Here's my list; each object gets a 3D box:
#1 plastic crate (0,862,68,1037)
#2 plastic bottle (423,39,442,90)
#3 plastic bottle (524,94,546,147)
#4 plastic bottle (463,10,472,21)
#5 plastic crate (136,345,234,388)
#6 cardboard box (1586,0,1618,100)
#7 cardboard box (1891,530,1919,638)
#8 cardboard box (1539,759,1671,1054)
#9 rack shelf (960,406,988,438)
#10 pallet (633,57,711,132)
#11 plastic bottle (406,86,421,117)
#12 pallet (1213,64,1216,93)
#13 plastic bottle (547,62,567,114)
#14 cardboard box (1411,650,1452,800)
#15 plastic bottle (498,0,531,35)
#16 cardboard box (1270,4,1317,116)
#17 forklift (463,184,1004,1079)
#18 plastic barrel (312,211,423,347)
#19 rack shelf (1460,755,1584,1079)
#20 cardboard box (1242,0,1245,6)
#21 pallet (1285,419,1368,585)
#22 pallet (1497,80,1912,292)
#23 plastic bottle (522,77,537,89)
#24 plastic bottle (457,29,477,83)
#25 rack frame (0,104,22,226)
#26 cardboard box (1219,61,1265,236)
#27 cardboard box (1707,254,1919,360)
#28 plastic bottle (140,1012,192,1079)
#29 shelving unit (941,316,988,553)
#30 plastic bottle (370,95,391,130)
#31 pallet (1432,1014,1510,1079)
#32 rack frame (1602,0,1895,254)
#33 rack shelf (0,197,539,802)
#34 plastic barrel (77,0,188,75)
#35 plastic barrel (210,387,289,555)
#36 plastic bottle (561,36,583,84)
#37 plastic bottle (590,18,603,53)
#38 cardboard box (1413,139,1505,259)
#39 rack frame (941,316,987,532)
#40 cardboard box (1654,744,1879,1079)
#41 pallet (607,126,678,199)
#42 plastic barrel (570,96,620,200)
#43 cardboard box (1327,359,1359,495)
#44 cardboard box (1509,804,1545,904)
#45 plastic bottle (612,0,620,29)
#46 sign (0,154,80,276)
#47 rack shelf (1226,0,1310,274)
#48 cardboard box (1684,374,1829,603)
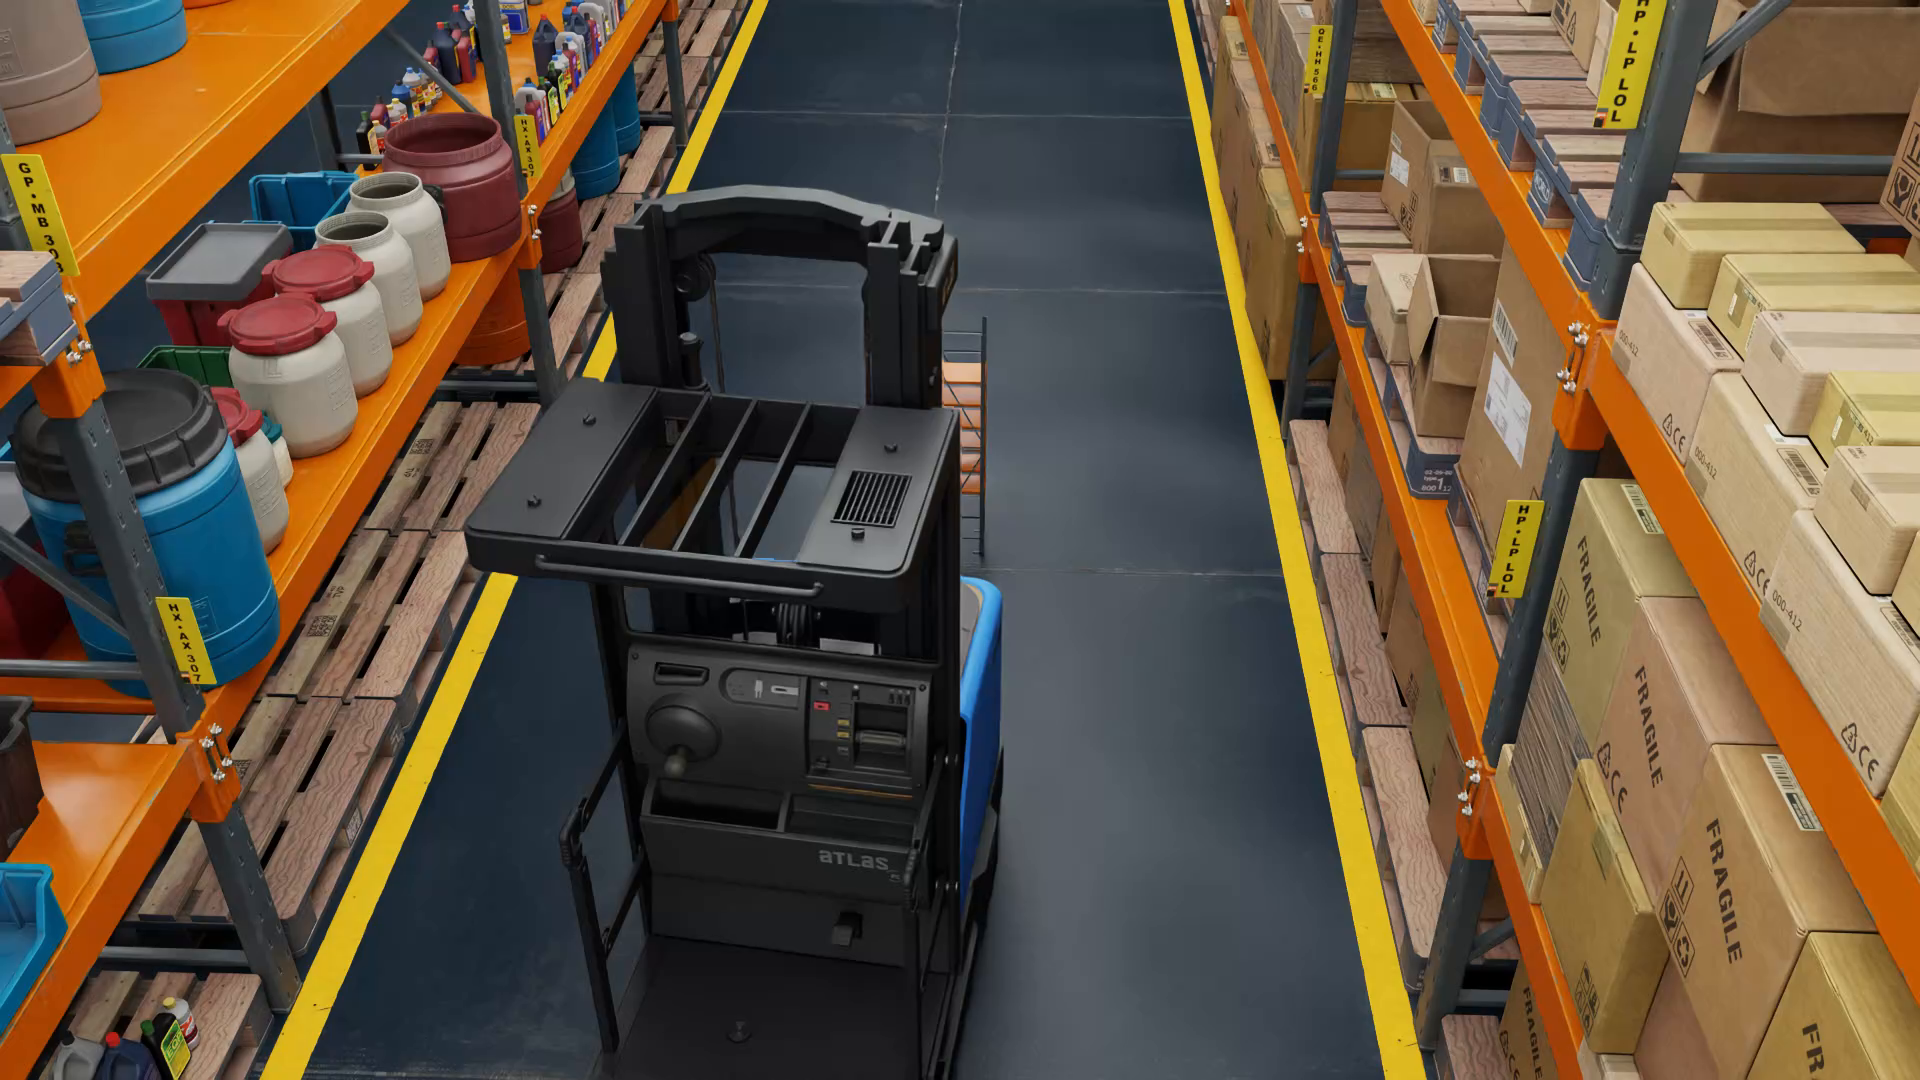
[{"bbox_3d":[-2.634,1.100,4.205,0.499,0.251,0.616,1,35,2],"label":"plastic crate"},{"bbox_3d":[-3.065,-2.752,9.658,0.061,0.283,0.133,1,35,2],"label":"plastic bottle"},{"bbox_3d":[-2.301,-2.282,8.990,0.061,0.283,0.133,1,35,2],"label":"plastic bottle"},{"bbox_3d":[-3.022,-3.102,10.167,0.097,0.271,0.097,0,35,0],"label":"plastic bottle"},{"bbox_3d":[-3.073,-0.523,6.570,0.450,0.188,0.662,1,35,2],"label":"plastic crate"},{"bbox_3d":[2.026,-1.375,4.740,0.396,0.266,0.258,3,35,4],"label":"cardboard box"},{"bbox_3d":[1.752,0.112,2.656,0.380,0.149,0.250,1,35,1],"label":"cardboard box"},{"bbox_3d":[1.953,0.893,4.025,0.875,0.500,0.500,1,35,2],"label":"cardboard box"},{"bbox_3d":[-0.001,-0.544,7.850,0.258,0.103,0.180,1,35,2],"label":"rack shelf"},{"bbox_3d":[-2.549,-3.481,13.020,1.003,0.211,1.213,1,35,2],"label":"pallet"},{"bbox_3d":[-3.067,-2.428,9.269,0.097,0.201,0.097,0,35,0],"label":"plastic bottle"},{"bbox_3d":[2.518,-3.379,12.874,1.003,0.211,1.213,1,35,2],"label":"pallet"},{"bbox_3d":[-2.281,-2.568,9.397,0.061,0.283,0.133,1,35,2],"label":"plastic bottle"},{"bbox_3d":[2.172,0.729,6.396,0.700,0.500,0.500,1,35,2],"label":"cardboard box"},{"bbox_3d":[-2.824,-3.356,10.524,0.152,0.276,0.135,1,35,2],"label":"plastic bottle"},{"bbox_3d":[2.064,-2.701,9.398,0.500,0.500,0.500,0,35,0],"label":"cardboard box"},{"bbox_3d":[-0.583,0.614,4.828,1.130,2.935,3.031,6,35,8],"label":"forklift"},{"bbox_3d":[-2.545,-1.109,7.121,0.421,0.512,0.421,0,35,0],"label":"plastic barrel"},{"bbox_3d":[2.007,1.955,3.485,1.077,0.370,4.000,1,35,2],"label":"rack shelf"},{"bbox_3d":[2.141,-3.867,11.056,0.500,0.500,0.500,1,35,2],"label":"cardboard box"},{"bbox_3d":[2.216,-0.197,8.346,1.003,0.211,1.213,1,35,2],"label":"pallet"},{"bbox_3d":[2.219,-0.991,4.606,1.213,0.211,1.003,1,35,2],"label":"pallet"},{"bbox_3d":[-2.370,-2.422,9.200,0.097,0.271,0.097,0,35,0],"label":"plastic bottle"},{"bbox_3d":[-2.913,-2.855,9.805,0.061,0.283,0.133,1,35,2],"label":"plastic bottle"},{"bbox_3d":[-2.861,-2.057,3.351,1.000,3.000,0.127,1,35,2],"label":"rack frame"},{"bbox_3d":[2.368,-2.505,10.689,1.225,0.875,0.875,0,35,0],"label":"cardboard box"},{"bbox_3d":[1.824,-0.483,3.504,0.380,0.149,0.250,0,35,0],"label":"cardboard box"},{"bbox_3d":[-2.551,1.613,5.326,0.061,0.283,0.133,3,35,4],"label":"plastic bottle"},{"bbox_3d":[-0.001,-0.483,7.893,0.258,1.200,0.189,1,35,2],"label":"shelving unit"},{"bbox_3d":[-3.101,-2.228,8.913,0.061,0.283,0.133,1,35,2],"label":"plastic bottle"},{"bbox_3d":[2.096,2.039,5.165,1.003,0.211,1.213,1,35,2],"label":"pallet"},{"bbox_3d":[2.088,-1.943,3.188,1.000,3.000,0.127,1,35,2],"label":"rack frame"},{"bbox_3d":[-2.781,-0.457,6.918,1.077,0.370,4.000,1,35,2],"label":"rack shelf"},{"bbox_3d":[-3.005,-2.084,5.561,0.600,0.901,0.708,1,35,2],"label":"plastic barrel"},{"bbox_3d":[-2.604,-0.203,5.812,0.433,0.535,0.433,0,35,0],"label":"plastic barrel"},{"bbox_3d":[-2.282,-2.819,9.764,0.097,0.271,0.097,0,35,0],"label":"plastic bottle"},{"bbox_3d":[-2.260,-3.106,10.234,0.097,0.201,0.097,0,35,0],"label":"plastic bottle"},{"bbox_3d":[2.344,-1.365,7.131,0.700,0.500,0.500,6,36,9],"label":"cardboard box"},{"bbox_3d":[0.003,-0.535,7.968,0.240,1.200,0.006,1,35,2],"label":"rack frame"},{"bbox_3d":[1.776,0.767,3.334,0.500,0.500,0.500,1,35,2],"label":"cardboard box"},{"bbox_3d":[-2.612,-2.616,11.788,1.003,0.211,1.213,1,35,2],"label":"pallet"},{"bbox_3d":[-2.607,-2.793,11.075,0.600,0.901,0.708,1,35,2],"label":"plastic barrel"},{"bbox_3d":[2.242,-0.558,8.227,0.700,0.500,0.500,0,35,-1],"label":"cardboard box"},{"bbox_3d":[1.756,0.874,4.616,0.380,0.149,0.250,1,35,2],"label":"cardboard box"},{"bbox_3d":[-2.268,-3.415,10.608,0.152,0.276,0.135,1,35,2],"label":"plastic bottle"},{"bbox_3d":[-2.312,-0.814,4.184,0.100,0.325,0.005,1,35,2],"label":"sign"},{"bbox_3d":[2.329,-2.641,10.025,1.077,0.370,4.000,1,35,2],"label":"rack shelf"},{"bbox_3d":[1.798,-0.097,3.302,0.500,0.250,0.500,1,35,1],"label":"cardboard box"}]
